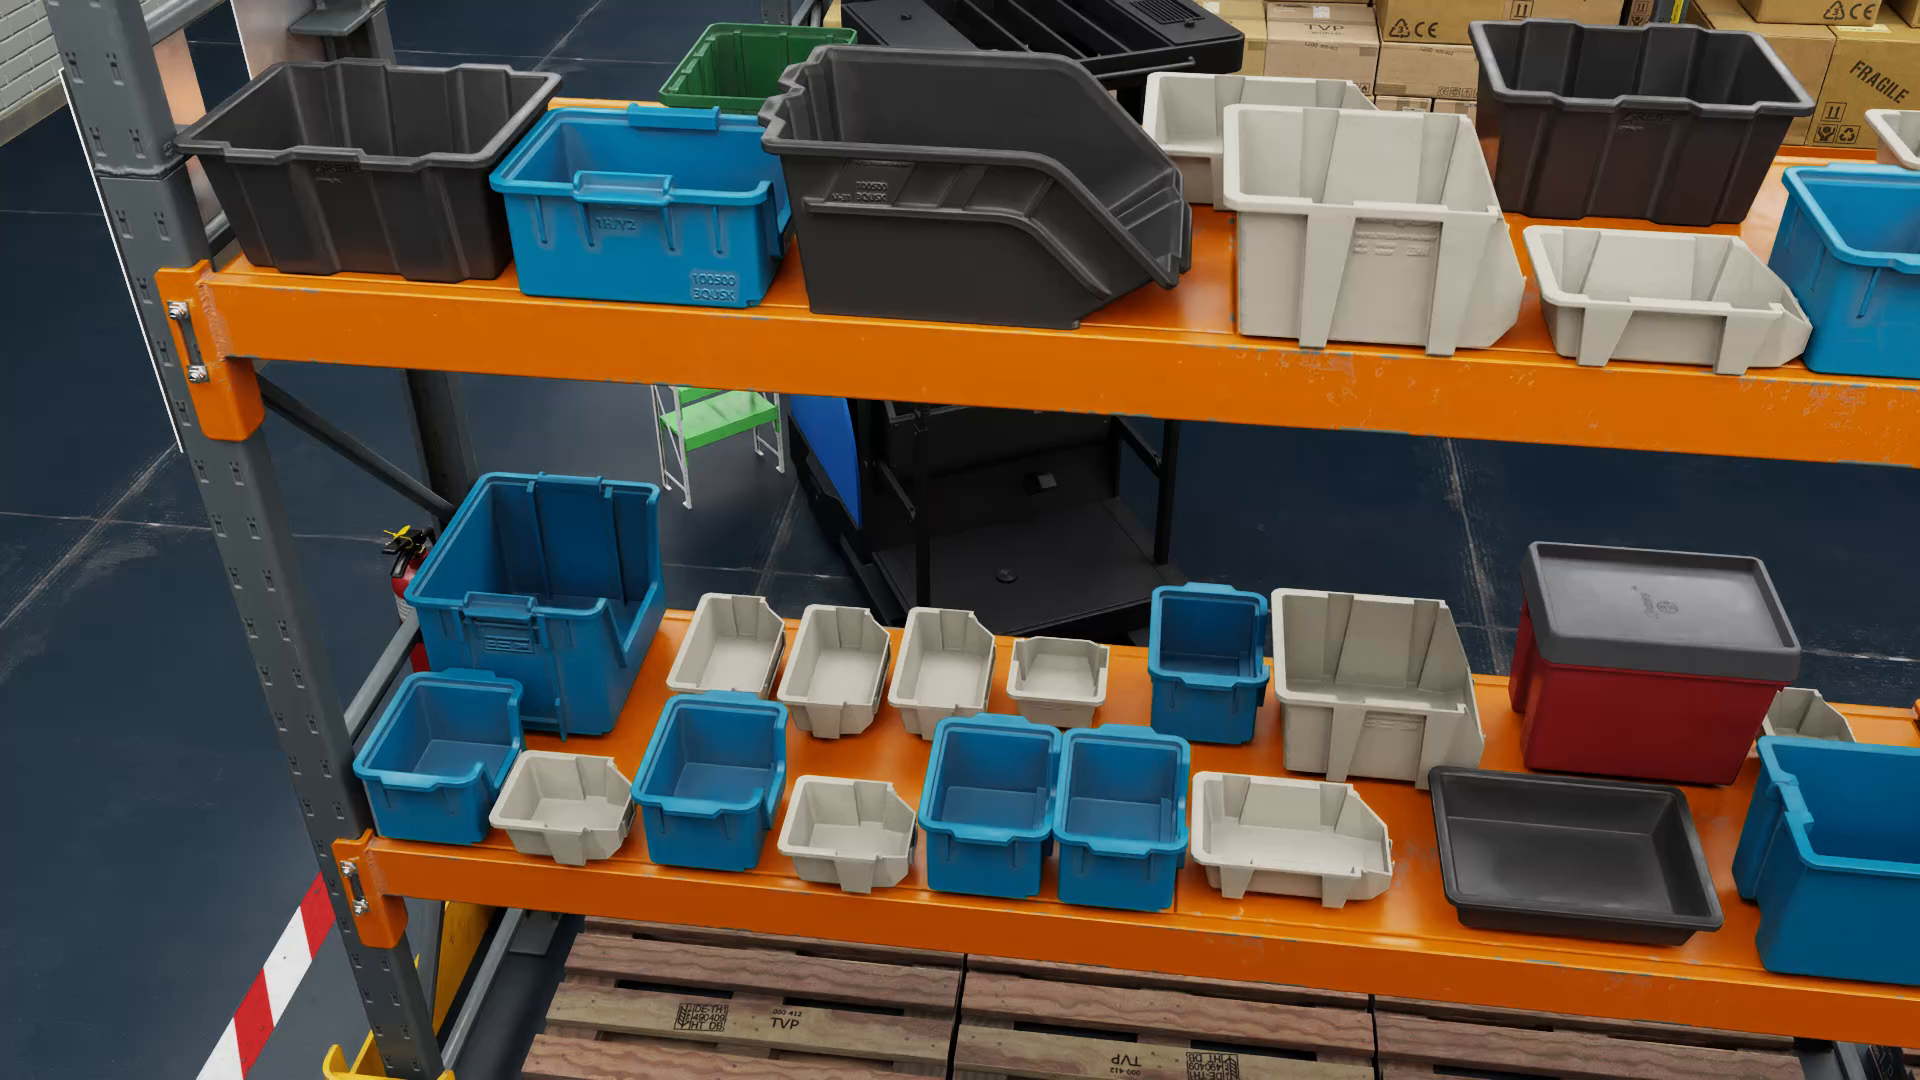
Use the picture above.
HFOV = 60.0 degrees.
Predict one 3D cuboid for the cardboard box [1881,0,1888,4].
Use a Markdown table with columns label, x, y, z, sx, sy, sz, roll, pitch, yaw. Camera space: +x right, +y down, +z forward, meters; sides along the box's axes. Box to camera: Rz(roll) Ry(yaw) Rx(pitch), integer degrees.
| label | x | y | z | sx | sy | sz | roll | pitch | yaw |
| --- | --- | --- | --- | --- | --- | --- | --- | --- | --- |
| cardboard box | 4.151 | -2.399 | 7.943 | 0.500 | 0.500 | 0.500 | 5 | 36 | 7 |

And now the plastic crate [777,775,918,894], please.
| label | x | y | z | sx | sy | sz | roll | pitch | yaw |
| --- | --- | --- | --- | --- | --- | --- | --- | --- | --- |
| plastic crate | -0.252 | 0.694 | 3.871 | 0.298 | 0.136 | 0.250 | 4 | 36 | 6 |

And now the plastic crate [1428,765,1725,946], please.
| label | x | y | z | sx | sy | sz | roll | pitch | yaw |
| --- | --- | --- | --- | --- | --- | --- | --- | --- | --- |
| plastic crate | 1.387 | 0.737 | 3.820 | 0.590 | 0.125 | 0.437 | 4 | 36 | 6 |

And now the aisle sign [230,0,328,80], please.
| label | x | y | z | sx | sy | sz | roll | pitch | yaw |
| --- | --- | --- | --- | --- | --- | --- | --- | --- | --- |
| aisle sign | -1.470 | -0.951 | 3.762 | 0.004 | 0.787 | 0.394 | 4 | 36 | 6 |

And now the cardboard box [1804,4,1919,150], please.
| label | x | y | z | sx | sy | sz | roll | pitch | yaw |
| --- | --- | --- | --- | --- | --- | --- | --- | --- | --- |
| cardboard box | 4.086 | -2.102 | 7.527 | 0.500 | 0.500 | 0.500 | 4 | 36 | 6 |

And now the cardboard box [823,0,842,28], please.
| label | x | y | z | sx | sy | sz | roll | pitch | yaw |
| --- | --- | --- | --- | --- | --- | --- | --- | --- | --- |
| cardboard box | -0.363 | -2.441 | 7.961 | 0.500 | 0.250 | 0.500 | 3 | 36 | 5 |

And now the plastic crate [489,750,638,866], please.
| label | x | y | z | sx | sy | sz | roll | pitch | yaw |
| --- | --- | --- | --- | --- | --- | --- | --- | --- | --- |
| plastic crate | -0.925 | 0.644 | 3.941 | 0.298 | 0.136 | 0.250 | 4 | 36 | 6 |

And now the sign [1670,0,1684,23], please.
| label | x | y | z | sx | sy | sz | roll | pitch | yaw |
| --- | --- | --- | --- | --- | --- | --- | --- | --- | --- |
| sign | 3.093 | -2.341 | 7.135 | 0.005 | 0.325 | 0.100 | 4 | 36 | 6 |

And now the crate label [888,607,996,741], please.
| label | x | y | z | sx | sy | sz | roll | pitch | yaw |
| --- | --- | --- | --- | --- | --- | --- | --- | --- | --- |
| crate label | -0.039 | 0.357 | 4.343 | 0.243 | 0.136 | 0.396 | 4 | 36 | 6 |

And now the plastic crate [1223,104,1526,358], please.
| label | x | y | z | sx | sy | sz | roll | pitch | yaw |
| --- | --- | --- | --- | --- | --- | --- | --- | --- | --- |
| plastic crate | 0.723 | -0.549 | 2.957 | 0.530 | 0.282 | 0.437 | 4 | 36 | 6 |

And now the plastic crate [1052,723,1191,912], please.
| label | x | y | z | sx | sy | sz | roll | pitch | yaw |
| --- | --- | --- | --- | --- | --- | --- | --- | --- | --- |
| plastic crate | 0.371 | 0.653 | 3.846 | 0.300 | 0.233 | 0.416 | 4 | 36 | 6 |

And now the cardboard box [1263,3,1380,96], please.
| label | x | y | z | sx | sy | sz | roll | pitch | yaw |
| --- | --- | --- | --- | --- | --- | --- | --- | --- | --- |
| cardboard box | 1.671 | -2.292 | 7.753 | 0.500 | 0.250 | 0.500 | 5 | 36 | 7 |

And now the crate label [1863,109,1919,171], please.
| label | x | y | z | sx | sy | sz | roll | pitch | yaw |
| --- | --- | --- | --- | --- | --- | --- | --- | --- | --- |
| crate label | 2.083 | -0.739 | 3.348 | 0.466 | 0.136 | 0.293 | 4 | 36 | 6 |

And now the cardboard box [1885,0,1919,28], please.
| label | x | y | z | sx | sy | sz | roll | pitch | yaw |
| --- | --- | --- | --- | --- | --- | --- | --- | --- | --- |
| cardboard box | 4.476 | -2.625 | 7.397 | 0.637 | 0.503 | 0.797 | 5 | 36 | 6 |

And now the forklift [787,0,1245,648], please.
| label | x | y | z | sx | sy | sz | roll | pitch | yaw |
| --- | --- | --- | --- | --- | --- | --- | --- | --- | --- |
| forklift | 0.227 | -0.855 | 5.926 | 1.130 | 2.935 | 3.031 | -13 | 37 | -17 |

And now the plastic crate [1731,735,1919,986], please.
| label | x | y | z | sx | sy | sz | roll | pitch | yaw |
| --- | --- | --- | --- | --- | --- | --- | --- | --- | --- |
| plastic crate | 2.025 | 0.722 | 3.619 | 0.575 | 0.384 | 0.392 | 4 | 36 | 6 |

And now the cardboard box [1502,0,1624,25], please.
| label | x | y | z | sx | sy | sz | roll | pitch | yaw |
| --- | --- | --- | --- | --- | --- | --- | --- | --- | --- |
| cardboard box | 2.673 | -2.522 | 7.428 | 0.500 | 0.500 | 0.500 | 5 | 36 | 7 |

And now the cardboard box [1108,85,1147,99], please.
| label | x | y | z | sx | sy | sz | roll | pitch | yaw |
| --- | --- | --- | --- | --- | --- | --- | --- | --- | --- |
| cardboard box | 0.781 | -2.160 | 7.910 | 0.250 | 0.149 | 0.380 | 4 | 36 | 5 |

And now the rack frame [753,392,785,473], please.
| label | x | y | z | sx | sy | sz | roll | pitch | yaw |
| --- | --- | --- | --- | --- | --- | --- | --- | --- | --- |
| rack frame | -0.888 | -0.854 | 7.414 | 0.015 | 1.200 | 0.240 | -23 | 42 | -29 |

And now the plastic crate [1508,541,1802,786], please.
| label | x | y | z | sx | sy | sz | roll | pitch | yaw |
| --- | --- | --- | --- | --- | --- | --- | --- | --- | --- |
| plastic crate | 1.678 | 0.316 | 4.118 | 0.583 | 0.464 | 0.402 | 4 | 36 | 6 |

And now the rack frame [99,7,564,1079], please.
| label | x | y | z | sx | sy | sz | roll | pitch | yaw |
| --- | --- | --- | --- | --- | --- | --- | --- | --- | --- |
| rack frame | -1.436 | 0.282 | 4.273 | 0.127 | 3.000 | 1.000 | 4 | 36 | 6 |

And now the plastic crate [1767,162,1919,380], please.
| label | x | y | z | sx | sy | sz | roll | pitch | yaw |
| --- | --- | --- | --- | --- | --- | --- | --- | --- | --- |
| plastic crate | 1.588 | -0.459 | 2.873 | 0.300 | 0.233 | 0.416 | 4 | 36 | 6 |

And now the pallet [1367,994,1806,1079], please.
| label | x | y | z | sx | sy | sz | roll | pitch | yaw |
| --- | --- | --- | --- | --- | --- | --- | --- | --- | --- |
| pallet | 1.798 | 1.680 | 4.714 | 1.213 | 0.211 | 1.003 | 4 | 36 | 6 |

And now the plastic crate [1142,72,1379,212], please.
| label | x | y | z | sx | sy | sz | roll | pitch | yaw |
| --- | --- | --- | --- | --- | --- | --- | --- | --- | --- |
| plastic crate | 0.645 | -0.822 | 3.465 | 0.530 | 0.136 | 0.437 | 4 | 36 | 6 |

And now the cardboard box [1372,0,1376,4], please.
| label | x | y | z | sx | sy | sz | roll | pitch | yaw |
| --- | --- | --- | --- | --- | --- | --- | --- | --- | --- |
| cardboard box | 2.233 | -2.865 | 7.910 | 0.500 | 0.500 | 0.500 | 4 | 36 | 6 |

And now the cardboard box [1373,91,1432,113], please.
| label | x | y | z | sx | sy | sz | roll | pitch | yaw |
| --- | --- | --- | --- | --- | --- | --- | --- | --- | --- |
| cardboard box | 2.053 | -2.065 | 7.777 | 0.250 | 0.149 | 0.380 | 5 | 36 | 7 |

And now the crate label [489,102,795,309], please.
| label | x | y | z | sx | sy | sz | roll | pitch | yaw |
| --- | --- | --- | --- | --- | --- | --- | --- | --- | --- |
| crate label | -0.562 | -0.624 | 3.089 | 0.502 | 0.251 | 0.408 | 4 | 36 | 6 |

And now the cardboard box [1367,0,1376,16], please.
| label | x | y | z | sx | sy | sz | roll | pitch | yaw |
| --- | --- | --- | --- | --- | --- | --- | --- | --- | --- |
| cardboard box | 2.237 | -2.562 | 8.130 | 0.500 | 0.250 | 0.500 | 4 | 36 | 6 |

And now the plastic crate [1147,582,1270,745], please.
| label | x | y | z | sx | sy | sz | roll | pitch | yaw |
| --- | --- | --- | --- | --- | --- | --- | --- | --- | --- |
| plastic crate | 0.634 | 0.329 | 4.299 | 0.300 | 0.233 | 0.416 | 4 | 36 | 6 |

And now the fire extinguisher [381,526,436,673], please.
| label | x | y | z | sx | sy | sz | roll | pitch | yaw |
| --- | --- | --- | --- | --- | --- | --- | --- | --- | --- |
| fire extinguisher | -1.527 | 0.192 | 4.787 | 0.183 | 0.674 | 0.296 | 4 | 36 | 6 |

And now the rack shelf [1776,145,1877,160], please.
| label | x | y | z | sx | sy | sz | roll | pitch | yaw |
| --- | --- | --- | --- | --- | --- | --- | --- | --- | --- |
| rack shelf | 5.146 | -1.836 | 7.859 | 4.000 | 0.370 | 1.077 | 4 | 36 | 6 |

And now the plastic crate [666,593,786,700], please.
| label | x | y | z | sx | sy | sz | roll | pitch | yaw |
| --- | --- | --- | --- | --- | --- | --- | --- | --- | --- |
| plastic crate | -0.604 | 0.320 | 4.394 | 0.243 | 0.136 | 0.396 | 4 | 36 | 6 |

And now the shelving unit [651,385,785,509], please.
| label | x | y | z | sx | sy | sz | roll | pitch | yaw |
| --- | --- | --- | --- | --- | --- | --- | --- | --- | --- |
| shelving unit | -1.084 | -0.769 | 7.295 | 0.503 | 1.200 | 0.258 | -23 | 42 | -29 |

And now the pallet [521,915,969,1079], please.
| label | x | y | z | sx | sy | sz | roll | pitch | yaw |
| --- | --- | --- | --- | --- | --- | --- | --- | --- | --- |
| pallet | -0.623 | 1.500 | 4.967 | 1.213 | 0.211 | 1.003 | 4 | 36 | 6 |

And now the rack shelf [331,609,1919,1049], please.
| label | x | y | z | sx | sy | sz | roll | pitch | yaw |
| --- | --- | --- | --- | --- | --- | --- | --- | --- | --- |
| rack shelf | 0.548 | 0.722 | 4.275 | 4.000 | 0.370 | 1.077 | 4 | 36 | 6 |

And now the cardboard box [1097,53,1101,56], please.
| label | x | y | z | sx | sy | sz | roll | pitch | yaw |
| --- | --- | --- | --- | --- | --- | --- | --- | --- | --- |
| cardboard box | 0.651 | -2.367 | 7.858 | 0.500 | 0.250 | 0.500 | 3 | 36 | 4 |

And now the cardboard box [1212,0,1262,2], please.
| label | x | y | z | sx | sy | sz | roll | pitch | yaw |
| --- | --- | --- | --- | --- | --- | --- | --- | --- | --- |
| cardboard box | 1.235 | -2.638 | 8.237 | 0.500 | 0.250 | 0.500 | 4 | 36 | 6 |

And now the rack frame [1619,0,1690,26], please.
| label | x | y | z | sx | sy | sz | roll | pitch | yaw |
| --- | --- | --- | --- | --- | --- | --- | --- | --- | --- |
| rack frame | 3.163 | -2.276 | 7.857 | 0.127 | 3.000 | 1.000 | 4 | 36 | 6 |

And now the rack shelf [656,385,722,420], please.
| label | x | y | z | sx | sy | sz | roll | pitch | yaw |
| --- | --- | --- | --- | --- | --- | --- | --- | --- | --- |
| rack shelf | -1.084 | -0.717 | 7.332 | 0.480 | 0.148 | 0.258 | -23 | 42 | -29 |
